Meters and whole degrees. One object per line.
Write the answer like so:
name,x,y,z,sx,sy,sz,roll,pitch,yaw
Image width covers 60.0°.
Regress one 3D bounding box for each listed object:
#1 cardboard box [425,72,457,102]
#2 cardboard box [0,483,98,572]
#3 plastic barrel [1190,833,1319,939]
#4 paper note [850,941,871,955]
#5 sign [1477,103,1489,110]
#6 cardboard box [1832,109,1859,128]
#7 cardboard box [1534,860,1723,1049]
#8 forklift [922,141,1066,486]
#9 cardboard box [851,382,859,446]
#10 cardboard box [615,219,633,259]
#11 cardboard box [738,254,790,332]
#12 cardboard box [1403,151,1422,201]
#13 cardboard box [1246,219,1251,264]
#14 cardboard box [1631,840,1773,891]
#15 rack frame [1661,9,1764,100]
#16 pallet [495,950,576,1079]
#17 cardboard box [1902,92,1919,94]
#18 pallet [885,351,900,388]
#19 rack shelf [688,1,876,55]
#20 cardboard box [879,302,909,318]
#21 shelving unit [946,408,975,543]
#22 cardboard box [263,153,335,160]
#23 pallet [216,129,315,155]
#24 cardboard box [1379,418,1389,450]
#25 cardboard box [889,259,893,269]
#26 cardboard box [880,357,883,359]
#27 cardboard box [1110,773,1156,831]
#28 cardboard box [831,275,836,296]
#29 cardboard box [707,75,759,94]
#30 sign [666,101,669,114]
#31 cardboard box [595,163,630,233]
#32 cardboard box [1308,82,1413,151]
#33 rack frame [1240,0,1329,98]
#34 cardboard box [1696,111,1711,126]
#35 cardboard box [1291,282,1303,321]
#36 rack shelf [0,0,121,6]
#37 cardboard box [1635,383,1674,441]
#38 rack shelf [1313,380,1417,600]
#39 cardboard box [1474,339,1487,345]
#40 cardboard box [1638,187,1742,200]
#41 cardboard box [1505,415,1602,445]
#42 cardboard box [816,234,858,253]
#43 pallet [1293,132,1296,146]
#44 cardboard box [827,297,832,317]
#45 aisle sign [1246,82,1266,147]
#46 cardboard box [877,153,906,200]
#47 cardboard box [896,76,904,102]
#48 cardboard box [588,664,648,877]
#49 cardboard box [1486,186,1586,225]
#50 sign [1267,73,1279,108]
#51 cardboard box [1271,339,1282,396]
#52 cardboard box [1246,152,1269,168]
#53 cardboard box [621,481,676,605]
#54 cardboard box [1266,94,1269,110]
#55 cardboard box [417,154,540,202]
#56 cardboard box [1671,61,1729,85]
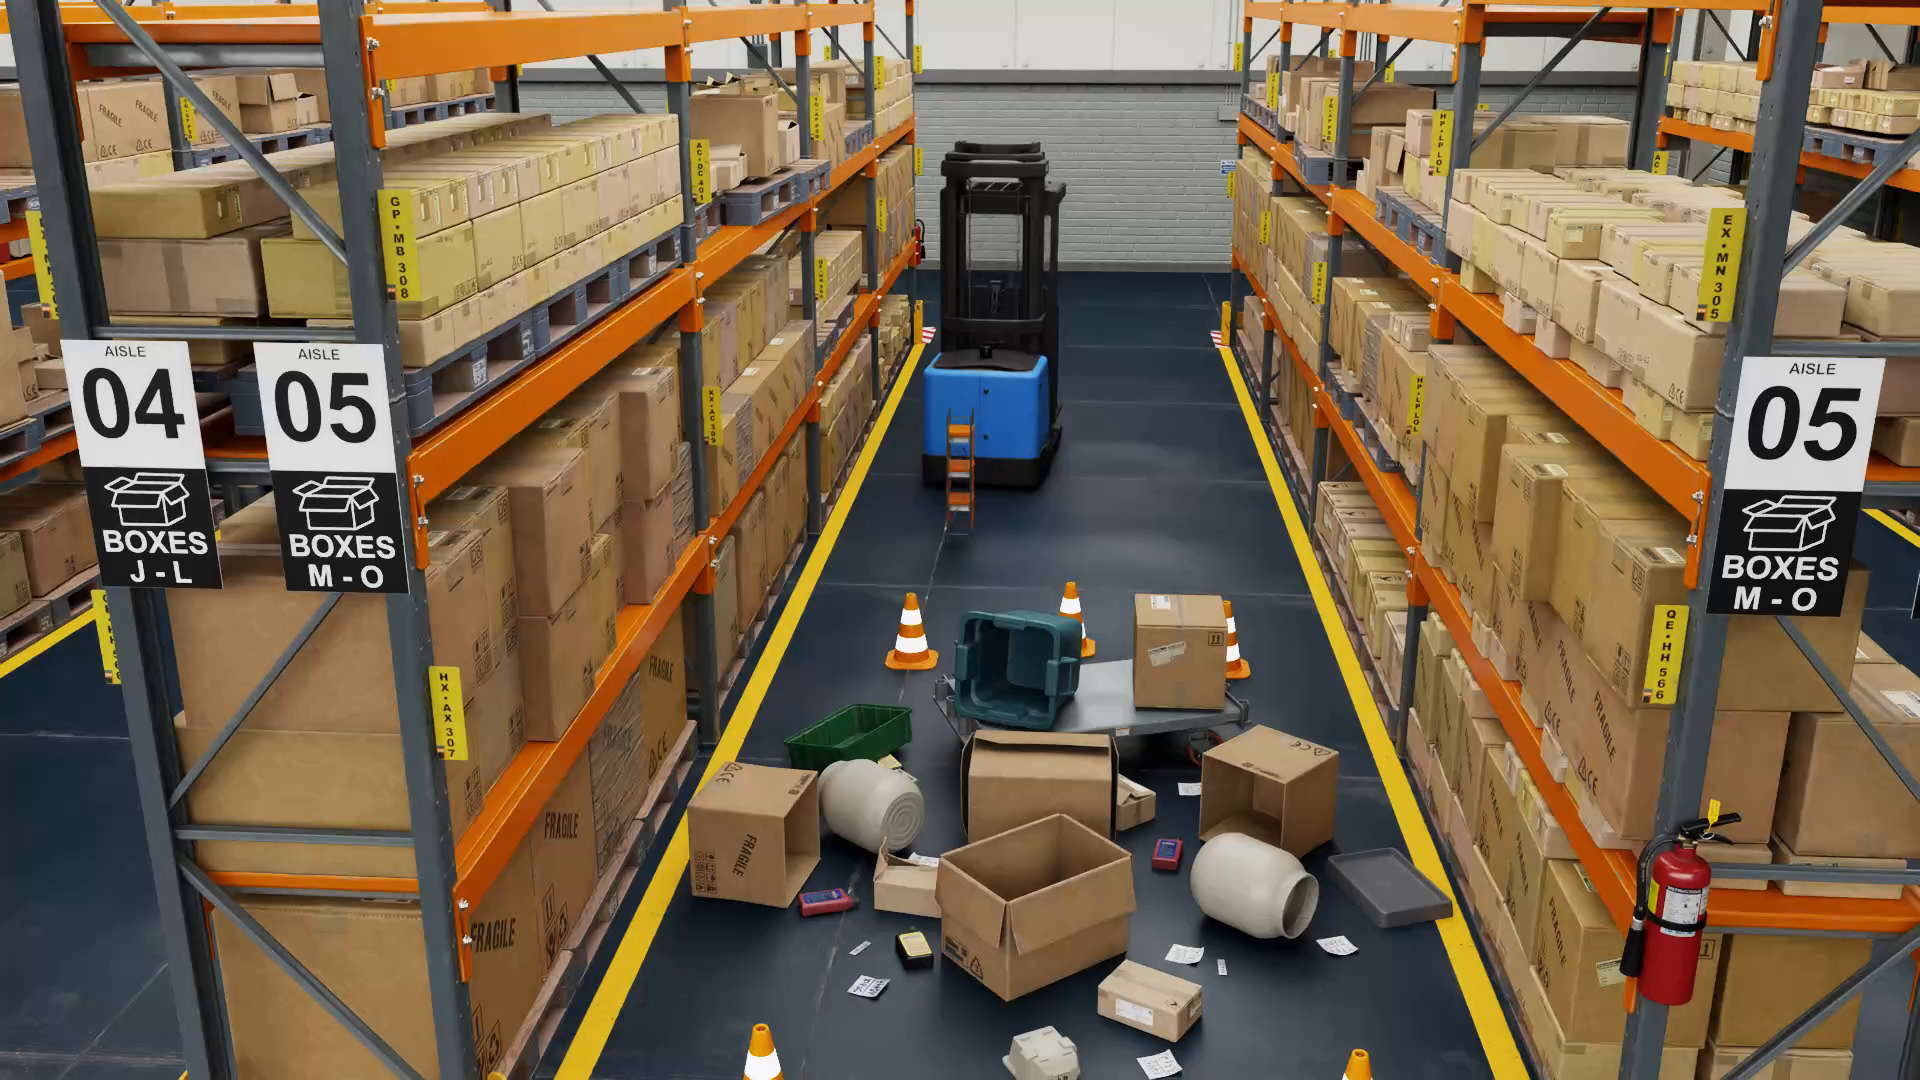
cardboard box,-6.068,-5.163,18.551,0.700,0.500,0.500,2,18,6
cardboard box,-6.662,-0.095,12.202,0.700,0.500,0.500,3,18,9
plastic barrel,1.376,1.624,7.787,0.512,0.421,0.421,17,25,41
paper note,-0.459,1.881,7.666,0.032,0.001,0.123,12,22,32
sign,3.852,-3.068,12.321,0.100,0.325,0.005,1,18,4
cardboard box,8.054,-3.774,14.875,0.380,0.149,0.250,2,18,5
cardboard box,2.535,1.571,6.348,0.500,0.500,0.500,1,18,4
forklift,0.399,-2.289,15.702,1.130,2.935,3.031,3,18,8
cardboard box,-1.226,-1.189,15.573,0.500,0.500,0.500,1,18,3
cardboard box,-1.700,-1.364,7.519,0.380,0.149,0.250,2,18,5
cardboard box,-1.675,-1.872,12.552,0.700,0.500,0.500,1,18,4
cardboard box,3.001,-2.221,10.133,0.500,0.250,0.500,2,18,5
cardboard box,3.482,-3.328,18.601,0.500,0.500,0.500,2,18,6
cardboard box,2.551,1.074,5.733,0.380,0.149,0.250,2,18,6
rack frame,8.836,-6.635,19.221,1.000,3.000,0.127,1,18,4
pallet,-2.227,2.071,6.763,1.003,0.211,1.213,1,18,4
cardboard box,8.611,-3.902,14.787,0.380,0.149,0.250,2,18,5
pallet,-1.249,-1.995,19.173,1.003,0.211,1.213,1,18,4
rack shelf,-1.490,-4.429,14.284,1.077,0.370,4.000,1,18,4
cardboard box,-0.812,-2.771,20.010,0.380,0.149,0.250,1,18,3
shelving unit,0.004,-0.516,13.310,0.215,1.050,0.252,1,18,4
cardboard box,-2.447,-1.363,6.237,0.380,0.149,0.250,1,18,4
pallet,-6.503,-3.515,14.819,1.003,0.211,1.213,2,18,6
cardboard box,2.820,-0.655,10.333,0.380,0.149,0.250,1,18,4
cardboard box,-0.954,-3.102,18.477,0.380,0.149,0.250,2,18,6
cardboard box,-1.046,-1.923,18.377,0.380,0.149,0.250,1,18,3
cardboard box,0.825,1.337,8.916,0.258,0.266,0.396,-13,22,-34
cardboard box,-1.307,-2.256,14.741,0.380,0.149,0.250,1,18,3
cardboard box,-1.841,-3.616,13.435,0.396,0.266,0.258,1,18,4
sign,-2.174,-3.172,12.640,0.100,0.325,0.005,1,18,4
cardboard box,-1.773,-1.518,7.349,0.500,0.250,0.500,1,18,3
cardboard box,3.193,-3.394,13.310,0.700,0.500,0.500,0,18,1
rack frame,3.885,-6.745,19.556,1.000,3.000,0.127,1,18,4
cardboard box,8.421,-4.679,18.471,0.380,0.149,0.250,1,18,4
cardboard box,3.142,-2.051,14.302,0.500,0.250,0.500,1,18,2
rack shelf,-11.083,-5.924,18.847,1.077,0.370,4.000,1,18,4
cardboard box,2.470,-0.426,5.492,0.380,0.149,0.250,1,18,4
rack shelf,3.168,-0.446,11.123,1.077,0.370,4.000,1,18,4
cardboard box,3.429,-1.004,10.356,0.500,0.500,0.500,1,18,4
cardboard box,3.282,-1.504,7.501,0.380,0.149,0.250,2,18,6
cardboard box,2.709,-0.222,7.039,0.700,0.500,0.500,1,18,4
cardboard box,-1.199,-2.881,16.172,0.380,0.149,0.250,1,18,2
pallet,3.582,-3.700,15.389,0.805,0.209,1.217,1,18,2
cardboard box,-1.327,-2.037,14.551,0.380,0.149,0.250,2,18,6
aisle sign,3.601,-5.158,20.173,0.394,0.787,0.004,1,18,4
cardboard box,-0.909,-4.170,19.089,0.500,0.500,0.500,2,18,7
cardboard box,-0.914,-5.098,18.786,0.500,0.250,0.500,2,18,5
cardboard box,-2.096,1.038,8.177,0.875,0.875,0.875,1,18,4
cardboard box,2.614,-1.517,7.542,0.380,0.149,0.250,1,18,4
sign,3.044,-4.372,16.175,0.100,0.325,0.005,1,18,4
cardboard box,3.750,-1.826,17.620,0.875,0.438,0.875,1,18,3
cardboard box,3.502,-4.378,19.158,0.380,0.149,0.250,1,18,2
cardboard box,-1.951,-0.031,8.461,0.875,0.550,0.550,1,18,4
cardboard box,3.344,-4.492,17.067,0.380,0.149,0.250,2,18,5
cardboard box,-1.792,-1.348,6.191,0.380,0.149,0.250,1,18,3
cardboard box,8.554,-5.385,19.184,0.500,0.250,0.500,1,18,3
